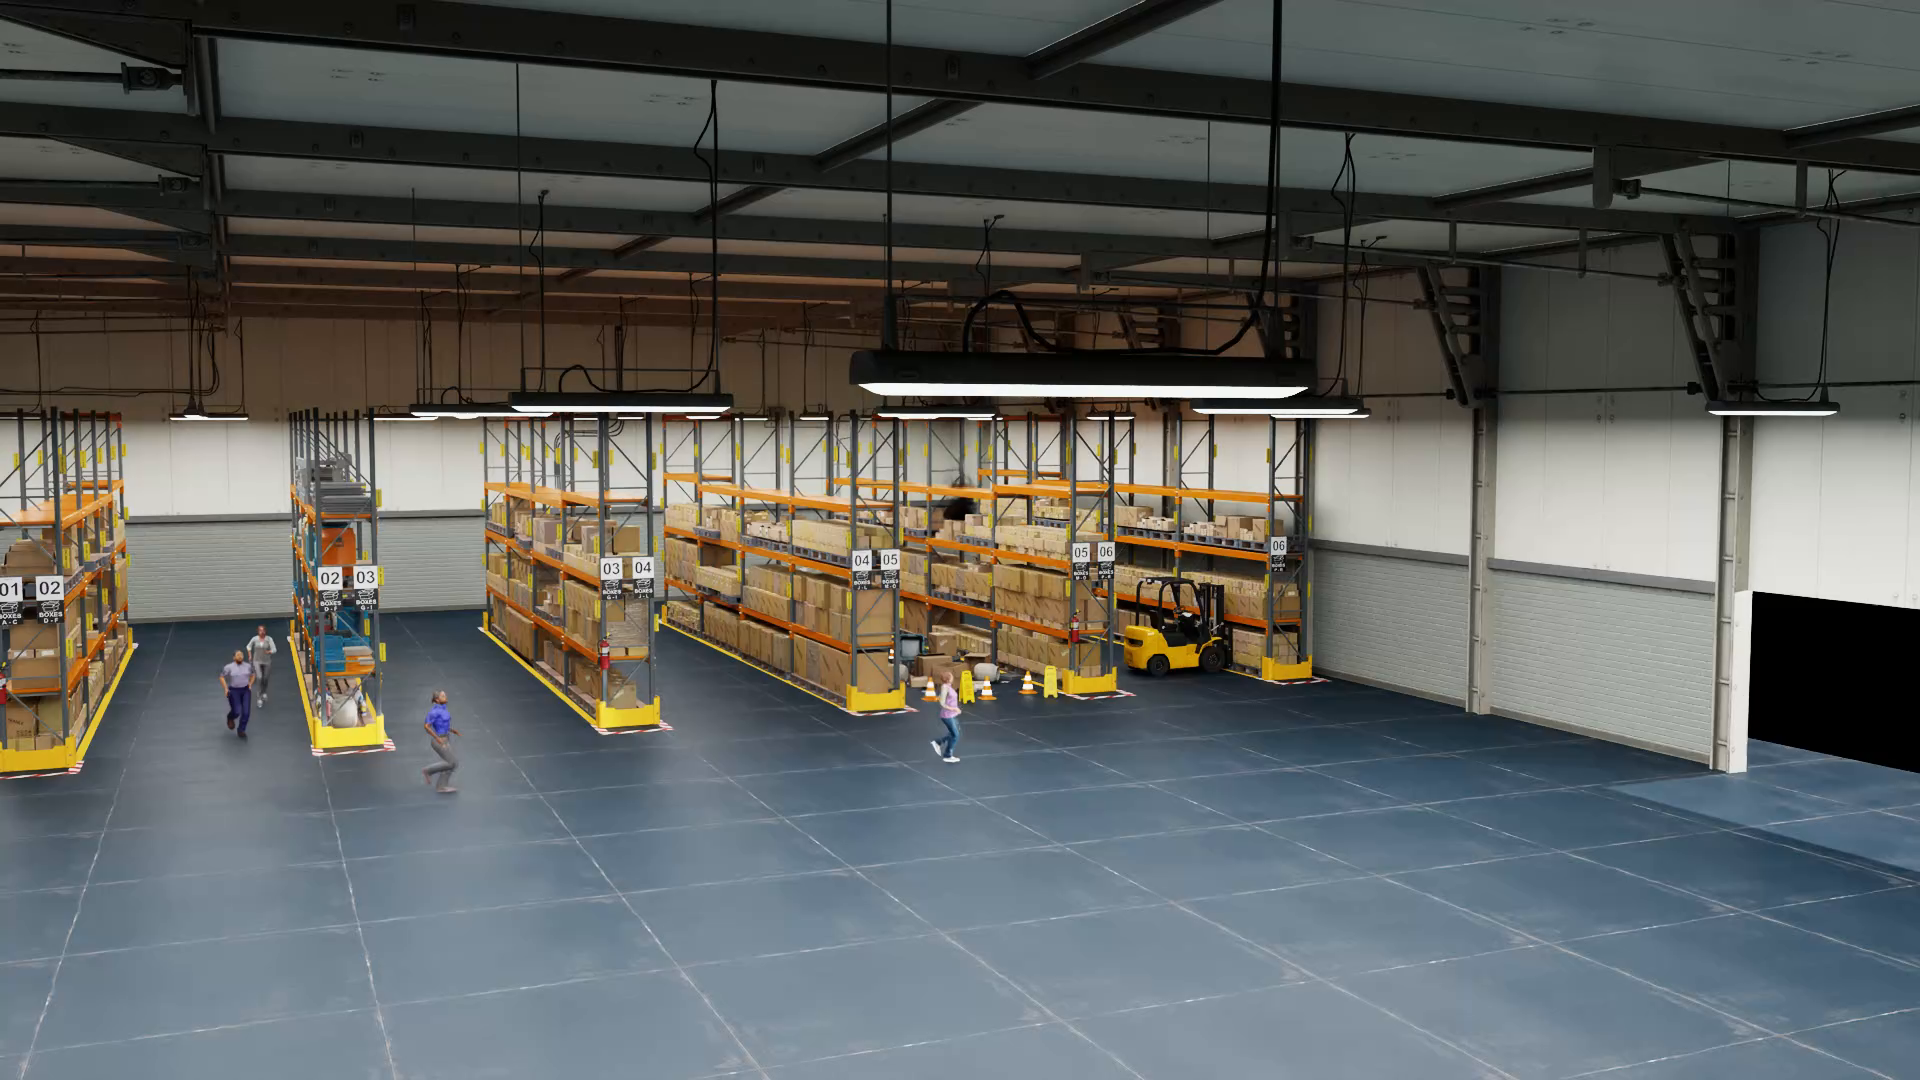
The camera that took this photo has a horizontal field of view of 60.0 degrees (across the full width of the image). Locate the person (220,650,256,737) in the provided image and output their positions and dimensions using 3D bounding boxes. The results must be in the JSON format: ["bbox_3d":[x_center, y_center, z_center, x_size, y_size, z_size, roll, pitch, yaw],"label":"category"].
[{"bbox_3d":[-13.165,2.798,30.388,0.607,1.593,0.551,-3,5,-38],"label":"person"}]

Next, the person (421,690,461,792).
[{"bbox_3d":[-8.049,3.120,25.803,0.551,1.599,0.589,0,4,0],"label":"person"}]

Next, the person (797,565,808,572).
[{"bbox_3d":[-4.799,1.322,50.920,0.697,1.743,0.613,-2,4,-22],"label":"person"}]

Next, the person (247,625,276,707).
[{"bbox_3d":[-14.199,2.532,33.852,0.531,1.616,0.776,-2,4,-27],"label":"person"}]

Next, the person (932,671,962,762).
[{"bbox_3d":[-0.216,2.988,28.103,0.563,1.531,0.533,1,4,11],"label":"person"}]
